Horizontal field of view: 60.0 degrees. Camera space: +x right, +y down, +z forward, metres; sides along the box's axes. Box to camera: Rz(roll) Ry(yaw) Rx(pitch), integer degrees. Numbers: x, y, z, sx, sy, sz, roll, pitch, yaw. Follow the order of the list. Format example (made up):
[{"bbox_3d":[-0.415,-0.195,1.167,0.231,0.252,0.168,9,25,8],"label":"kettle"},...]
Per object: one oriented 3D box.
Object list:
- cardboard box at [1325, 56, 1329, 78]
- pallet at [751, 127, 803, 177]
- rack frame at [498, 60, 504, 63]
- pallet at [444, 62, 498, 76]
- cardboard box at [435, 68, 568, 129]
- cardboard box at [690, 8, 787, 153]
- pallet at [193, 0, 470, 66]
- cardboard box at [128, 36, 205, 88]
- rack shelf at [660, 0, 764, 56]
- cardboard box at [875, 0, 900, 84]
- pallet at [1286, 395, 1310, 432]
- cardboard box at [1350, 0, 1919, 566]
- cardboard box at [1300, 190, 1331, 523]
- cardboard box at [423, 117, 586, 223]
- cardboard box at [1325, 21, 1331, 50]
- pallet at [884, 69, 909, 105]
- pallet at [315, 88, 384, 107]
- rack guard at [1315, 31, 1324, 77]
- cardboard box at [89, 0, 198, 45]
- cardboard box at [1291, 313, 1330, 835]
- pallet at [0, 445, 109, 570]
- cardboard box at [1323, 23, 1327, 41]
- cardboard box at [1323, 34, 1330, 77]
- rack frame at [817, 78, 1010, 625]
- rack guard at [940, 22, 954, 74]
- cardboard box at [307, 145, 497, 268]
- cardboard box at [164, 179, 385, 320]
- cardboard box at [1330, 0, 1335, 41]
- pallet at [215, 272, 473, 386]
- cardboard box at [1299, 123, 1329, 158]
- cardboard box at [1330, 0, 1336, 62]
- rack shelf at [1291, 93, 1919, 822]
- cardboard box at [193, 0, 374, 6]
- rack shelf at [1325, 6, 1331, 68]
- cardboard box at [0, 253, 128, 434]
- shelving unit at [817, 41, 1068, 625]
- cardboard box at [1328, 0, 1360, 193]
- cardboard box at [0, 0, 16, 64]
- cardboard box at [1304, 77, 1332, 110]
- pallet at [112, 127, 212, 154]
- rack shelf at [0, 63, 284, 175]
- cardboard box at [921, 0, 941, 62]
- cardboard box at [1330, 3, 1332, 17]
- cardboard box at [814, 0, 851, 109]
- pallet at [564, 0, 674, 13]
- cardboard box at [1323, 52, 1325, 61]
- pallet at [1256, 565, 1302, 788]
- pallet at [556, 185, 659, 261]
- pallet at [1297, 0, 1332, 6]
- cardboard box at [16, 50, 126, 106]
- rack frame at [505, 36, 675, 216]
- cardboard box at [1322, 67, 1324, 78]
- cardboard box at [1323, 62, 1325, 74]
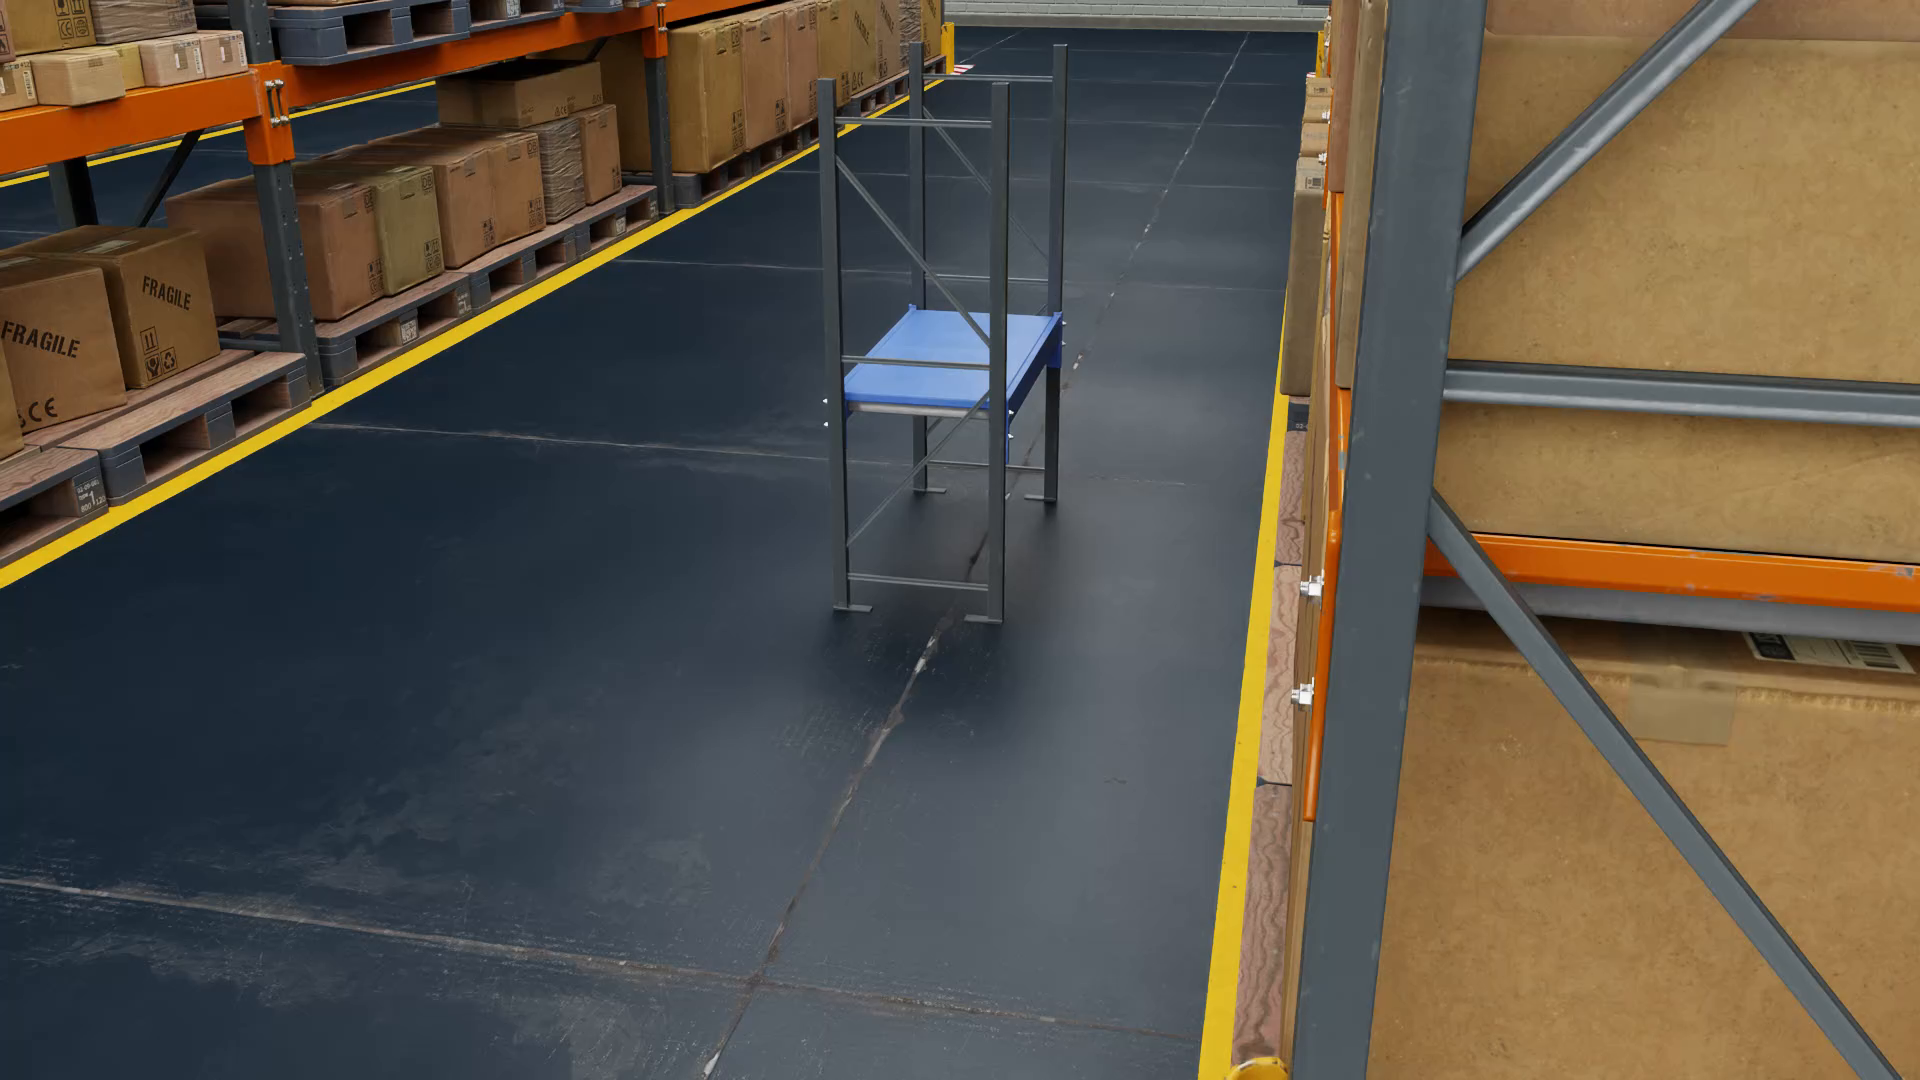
[{"bbox_3d":[2.422,-2.708,9.842,0.500,0.250,0.500,4,22,10],"label":"cardboard box"},{"bbox_3d":[-1.811,-2.904,12.280,1.003,0.211,1.213,4,22,11],"label":"pallet"},{"bbox_3d":[-5.513,-6.773,18.155,1.000,3.000,0.127,4,22,11],"label":"rack frame"},{"bbox_3d":[-5.719,-5.181,17.935,1.003,0.211,1.213,4,22,11],"label":"pallet"},{"bbox_3d":[-2.502,-2.420,9.100,0.500,0.250,0.500,7,23,17],"label":"cardboard box"},{"bbox_3d":[-1.946,-3.255,11.703,1.225,0.875,0.875,5,22,11],"label":"cardboard box"},{"bbox_3d":[-2.814,-2.186,7.023,1.003,0.211,1.213,4,22,11],"label":"pallet"},{"bbox_3d":[-2.929,-1.698,5.892,0.380,0.149,0.250,4,22,11],"label":"cardboard box"},{"bbox_3d":[-1.888,-3.867,11.904,1.077,0.370,4.000,4,22,11],"label":"rack shelf"},{"bbox_3d":[-1.084,-4.706,15.306,0.875,0.875,0.875,4,22,11],"label":"cardboard box"},{"bbox_3d":[1.806,-0.586,6.526,1.003,0.211,1.213,4,22,11],"label":"pallet"},{"bbox_3d":[0.938,-0.337,1.976,0.875,0.550,0.550,4,22,11],"label":"cardboard box"},{"bbox_3d":[1.526,-0.576,5.051,0.875,0.875,0.875,5,22,12],"label":"cardboard box"},{"bbox_3d":[-2.514,-2.064,9.220,0.700,0.500,0.500,3,22,6],"label":"cardboard box"},{"bbox_3d":[2.945,-3.650,12.182,0.500,0.250,0.500,3,22,9],"label":"cardboard box"},{"bbox_3d":[-1.002,-4.359,15.893,1.003,0.211,1.213,4,22,11],"label":"pallet"},{"bbox_3d":[-6.217,-4.288,15.719,1.003,0.211,1.213,4,22,11],"label":"pallet"},{"bbox_3d":[4.155,-4.793,16.585,1.175,0.500,0.348,4,22,11],"label":"rack guard"},{"bbox_3d":[-3.265,-2.031,5.850,0.875,0.500,0.500,4,22,11],"label":"cardboard box"},{"bbox_3d":[1.157,0.087,3.404,0.875,0.875,0.875,4,22,10],"label":"cardboard box"},{"bbox_3d":[-3.462,-0.017,5.114,1.003,0.211,1.213,4,22,11],"label":"pallet"},{"bbox_3d":[3.616,-4.771,15.641,0.380,0.149,0.250,4,22,11],"label":"cardboard box"},{"bbox_3d":[2.731,-3.269,11.236,0.500,0.250,0.500,5,23,13],"label":"cardboard box"},{"bbox_3d":[-0.121,-0.479,4.534,0.500,1.500,0.032,4,22,11],"label":"rack frame"},{"bbox_3d":[-0.659,-5.245,17.707,1.175,0.500,0.348,4,22,11],"label":"rack guard"},{"bbox_3d":[-2.737,-1.652,8.197,0.700,0.500,0.500,3,22,6],"label":"cardboard box"},{"bbox_3d":[-2.966,-1.274,7.259,0.700,0.500,0.500,3,22,7],"label":"cardboard box"},{"bbox_3d":[1.875,-2.405,7.175,0.500,0.500,0.500,4,22,10],"label":"cardboard box"},{"bbox_3d":[-2.955,-0.998,7.549,1.003,0.211,1.213,4,22,11],"label":"pallet"},{"bbox_3d":[1.962,-1.329,7.088,1.050,0.750,0.750,4,22,11],"label":"cardboard box"},{"bbox_3d":[1.670,-2.034,6.255,0.500,0.500,0.500,4,22,10],"label":"cardboard box"},{"bbox_3d":[1.314,-0.526,3.609,1.077,0.370,4.000,4,22,11],"label":"rack shelf"},{"bbox_3d":[-2.813,-2.760,6.825,1.000,1.000,1.000,5,22,11],"label":"cardboard box"},{"bbox_3d":[2.947,-3.452,10.873,1.077,0.370,4.000,4,22,11],"label":"rack shelf"},{"bbox_3d":[-3.343,-0.689,5.832,0.500,0.500,0.500,12,25,28],"label":"cardboard box"},{"bbox_3d":[-0.017,-0.664,4.996,0.538,1.500,1.048,4,22,11],"label":"shelving unit"},{"bbox_3d":[1.343,-1.134,3.953,0.875,0.550,0.550,4,22,11],"label":"cardboard box"},{"bbox_3d":[-3.405,-1.660,4.929,0.875,0.500,0.500,4,22,11],"label":"cardboard box"},{"bbox_3d":[2.326,-1.990,8.729,1.050,0.750,0.750,4,22,10],"label":"cardboard box"},{"bbox_3d":[-6.774,-3.290,13.240,1.003,0.211,1.213,4,22,11],"label":"pallet"},{"bbox_3d":[-3.521,-0.942,4.639,1.077,0.370,4.000,4,22,11],"label":"rack shelf"},{"bbox_3d":[-0.716,-5.364,16.940,0.875,0.875,0.875,4,22,11],"label":"cardboard box"},{"bbox_3d":[2.183,-2.957,8.547,0.500,0.500,0.500,5,22,12],"label":"cardboard box"},{"bbox_3d":[-1.591,-3.906,13.319,1.225,0.875,0.875,5,22,11],"label":"cardboard box"},{"bbox_3d":[-2.338,-3.112,9.322,1.213,0.211,1.003,4,22,11],"label":"pallet"},{"bbox_3d":[3.580,-4.541,15.469,0.380,0.149,0.250,5,23,13],"label":"cardboard box"},{"bbox_3d":[1.244,0.422,4.024,1.003,0.211,1.213,4,22,11],"label":"pallet"},{"bbox_3d":[-2.457,-1.890,9.765,1.003,0.211,1.213,4,22,11],"label":"pallet"},{"bbox_3d":[2.580,-3.234,9.626,1.213,0.211,1.003,4,22,11],"label":"pallet"},{"bbox_3d":[-2.981,-1.512,5.428,0.380,0.149,0.250,4,22,11],"label":"cardboard box"},{"bbox_3d":[-2.296,-3.470,9.953,1.000,3.000,0.127,4,22,11],"label":"rack frame"},{"bbox_3d":[3.151,-3.767,13.548,0.380,0.149,0.250,3,22,8],"label":"cardboard box"},{"bbox_3d":[2.944,-3.303,12.323,0.500,0.500,0.500,5,23,13],"label":"cardboard box"}]
